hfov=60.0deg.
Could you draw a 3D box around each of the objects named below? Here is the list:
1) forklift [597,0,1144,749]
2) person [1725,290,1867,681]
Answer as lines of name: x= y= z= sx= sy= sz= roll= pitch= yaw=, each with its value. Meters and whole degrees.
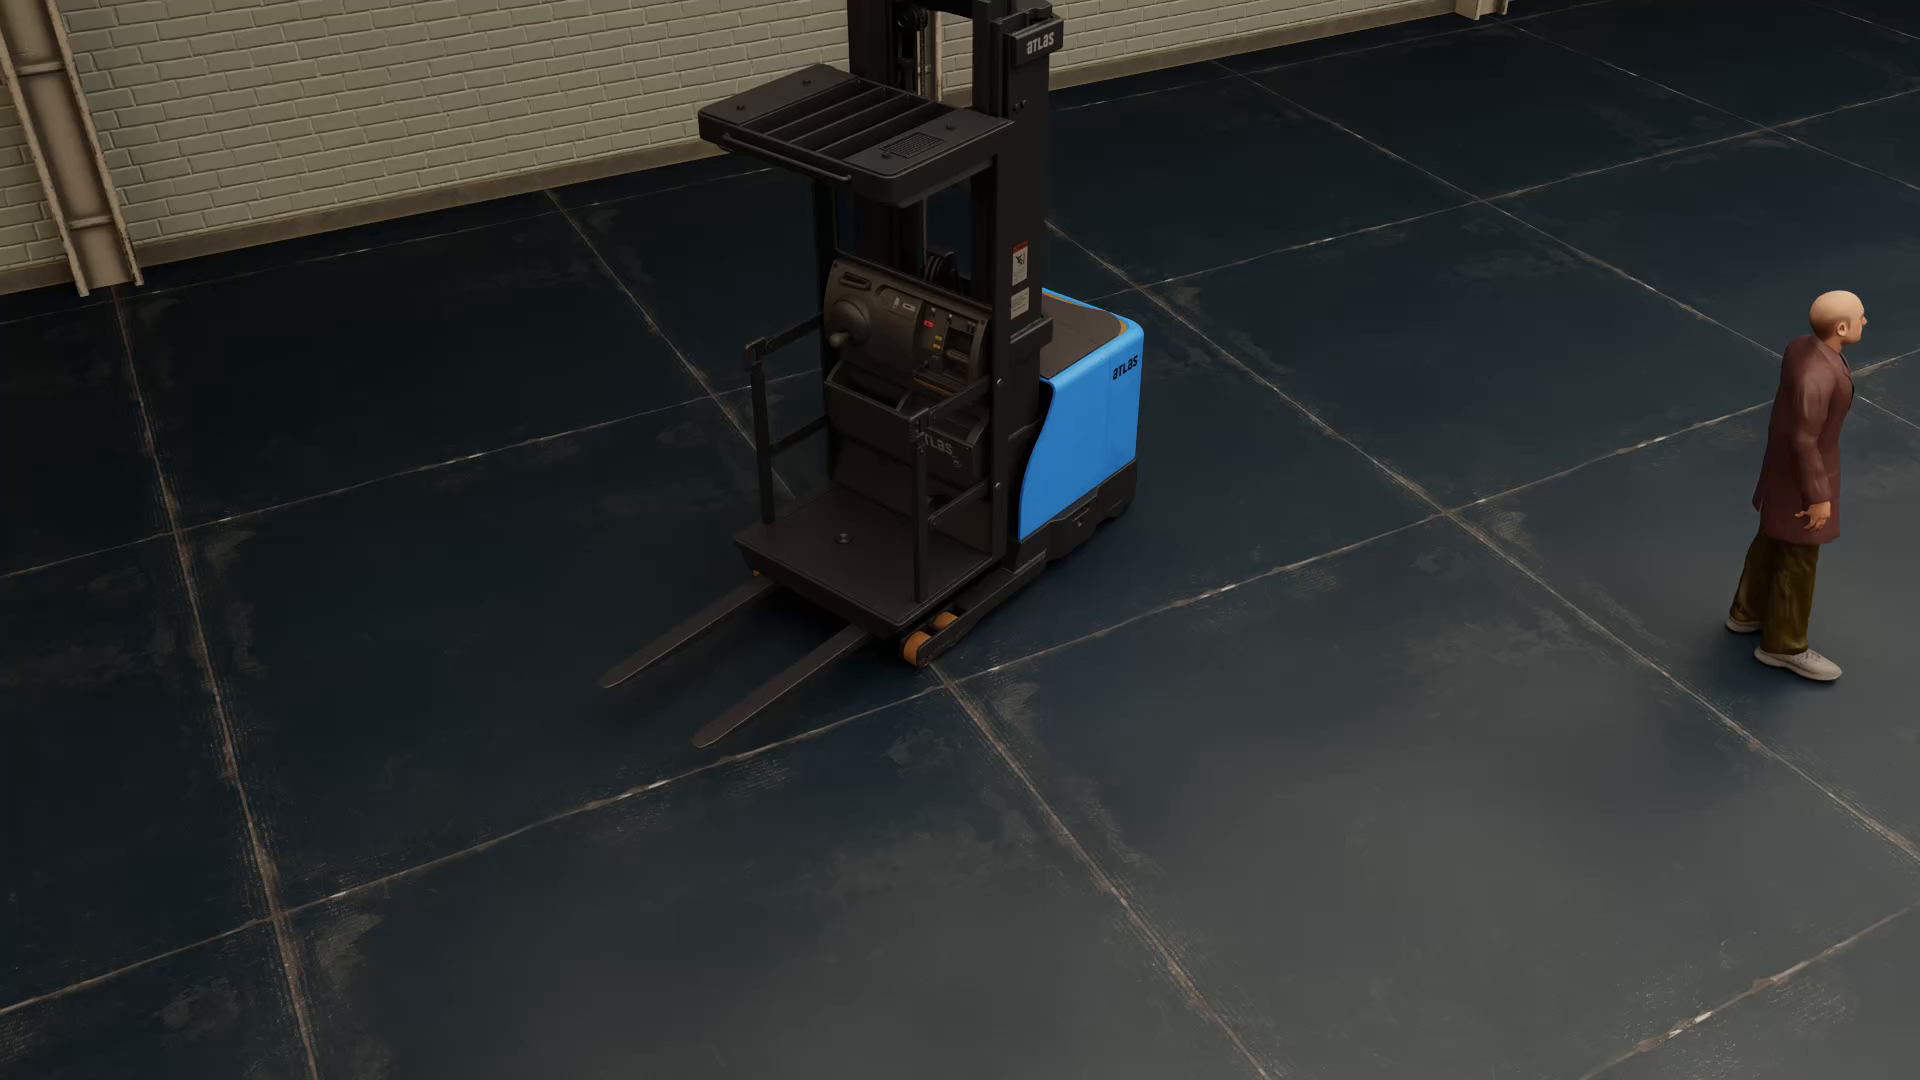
forklift: x=-0.390 y=-0.927 z=7.434 sx=1.130 sy=2.935 sz=3.031 roll=26 pitch=43 yaw=31
person: x=3.889 y=-0.275 z=7.499 sx=0.581 sy=1.776 sz=0.694 roll=10 pitch=37 yaw=14
